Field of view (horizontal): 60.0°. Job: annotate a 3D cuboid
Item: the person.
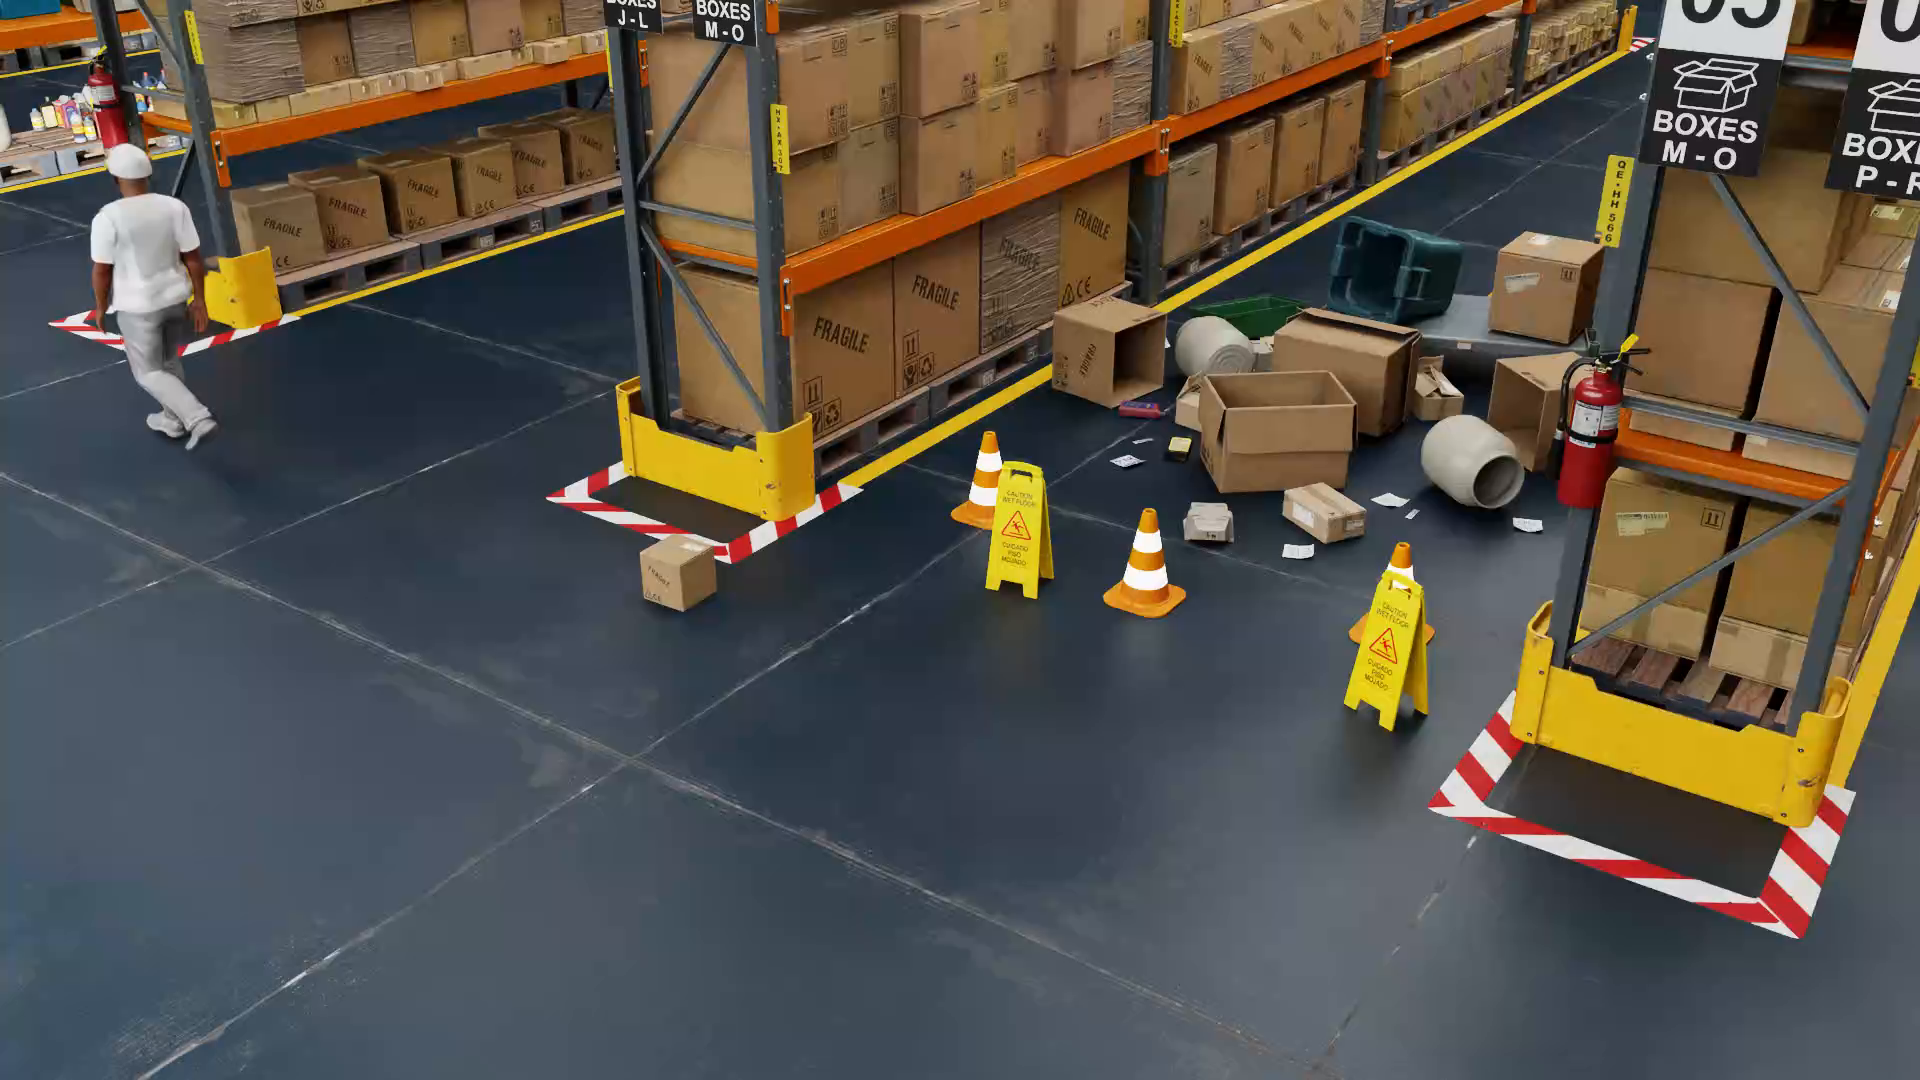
[{"bbox_3d":[-4.454,-1.319,9.195,0.894,1.740,0.553,16,31,29],"label":"person"}]
